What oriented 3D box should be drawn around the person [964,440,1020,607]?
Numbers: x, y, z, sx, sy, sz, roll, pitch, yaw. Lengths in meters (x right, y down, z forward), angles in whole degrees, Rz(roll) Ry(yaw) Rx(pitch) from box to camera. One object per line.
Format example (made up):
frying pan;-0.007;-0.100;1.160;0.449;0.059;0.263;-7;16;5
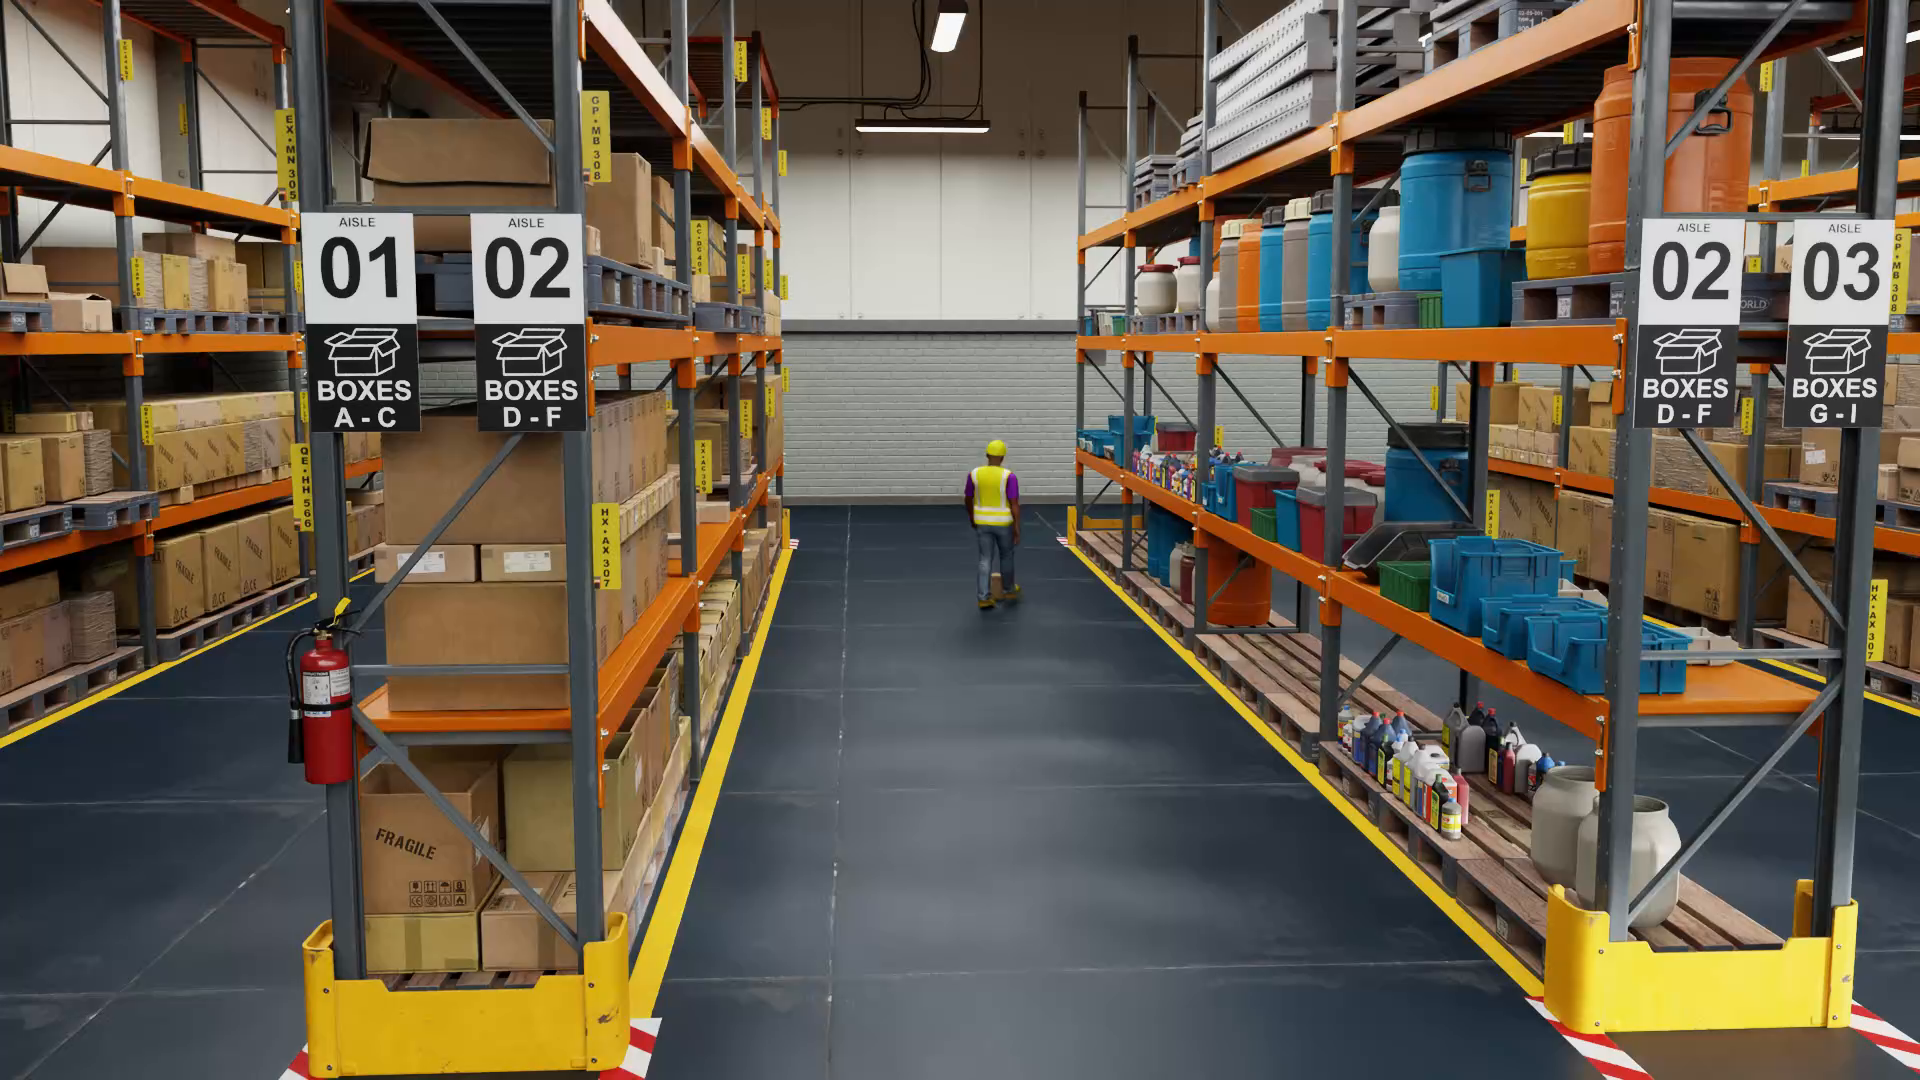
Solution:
person;0.379;-0.197;17.372;0.623;1.723;0.938;2;7;12
